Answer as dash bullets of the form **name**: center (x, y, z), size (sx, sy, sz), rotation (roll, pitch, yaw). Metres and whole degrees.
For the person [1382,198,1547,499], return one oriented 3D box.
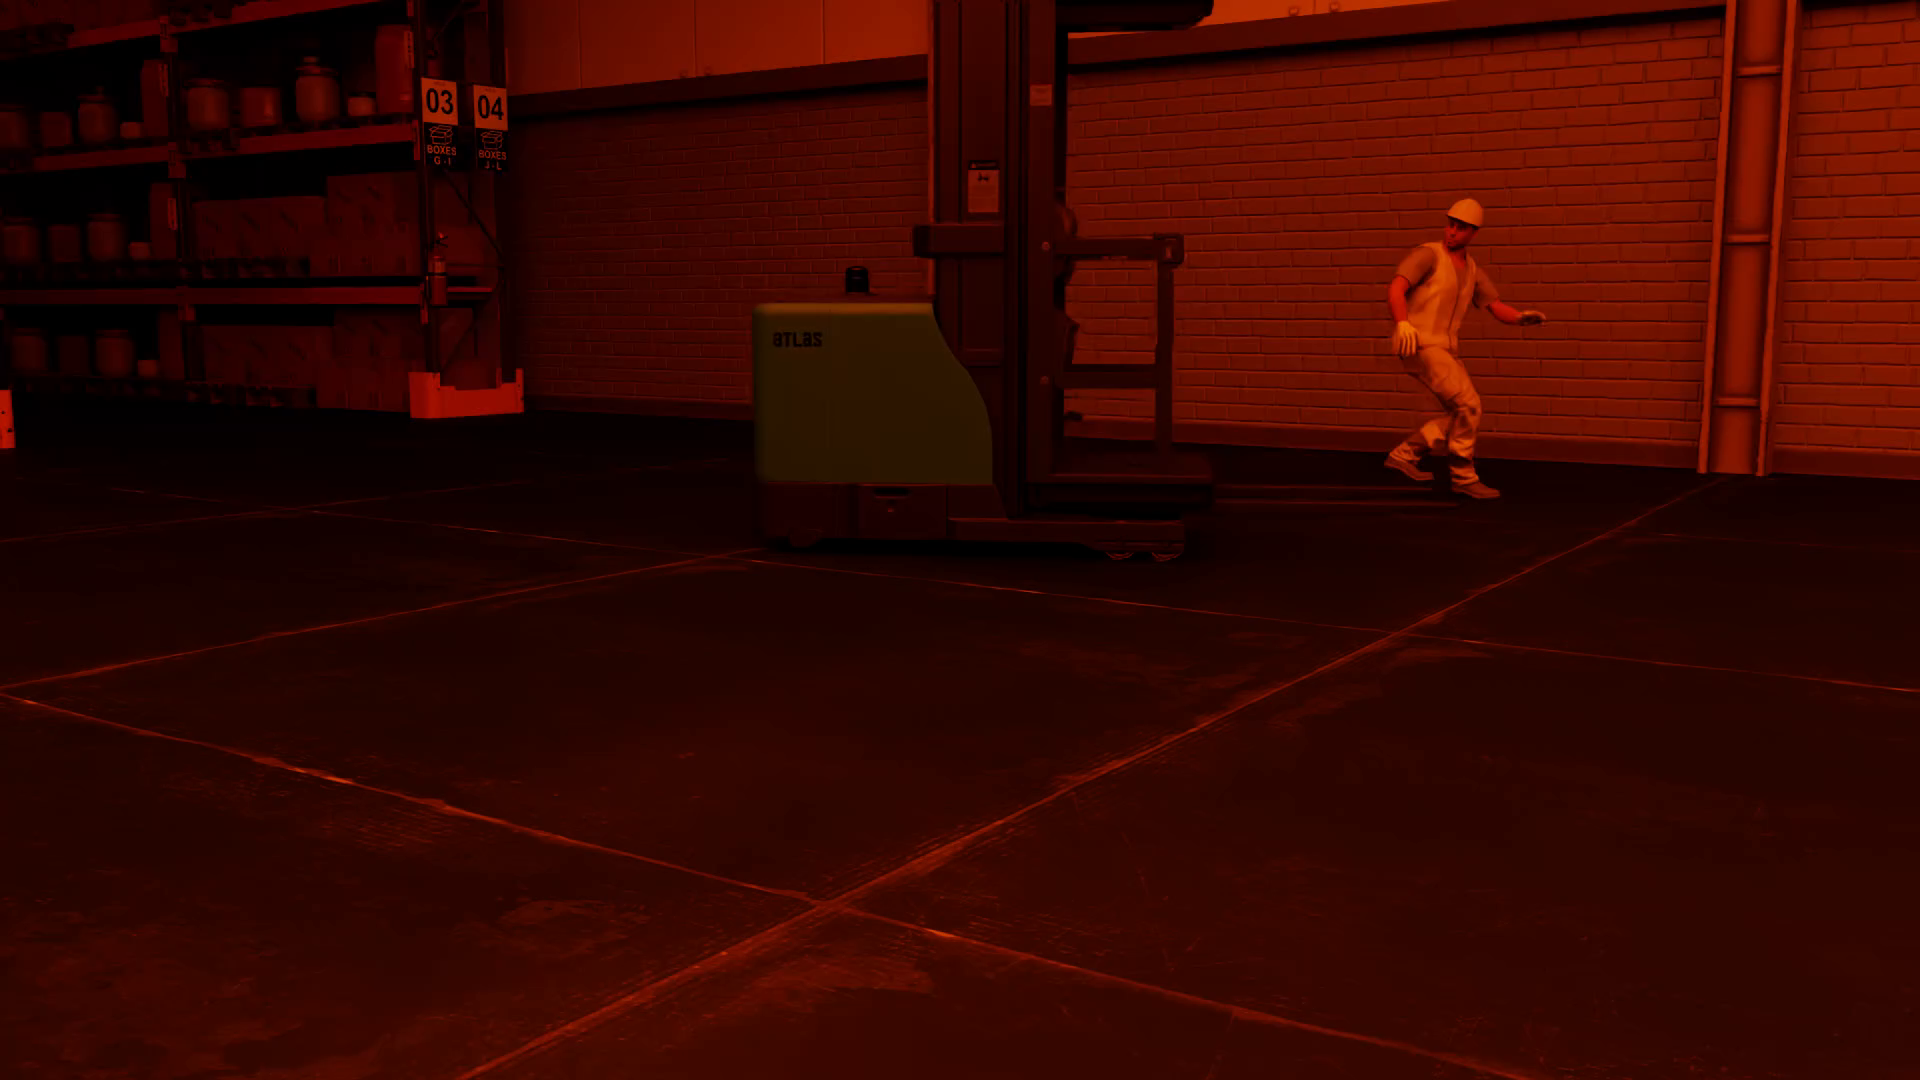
- **person**: center (2.729, -1.051, 9.163), size (0.852, 1.644, 0.895), rotation (7, 11, 40)

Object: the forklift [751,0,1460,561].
- **forklift**: center (0.644, -1.443, 7.341), size (3.031, 2.935, 1.130), rotation (1, 8, 6)
